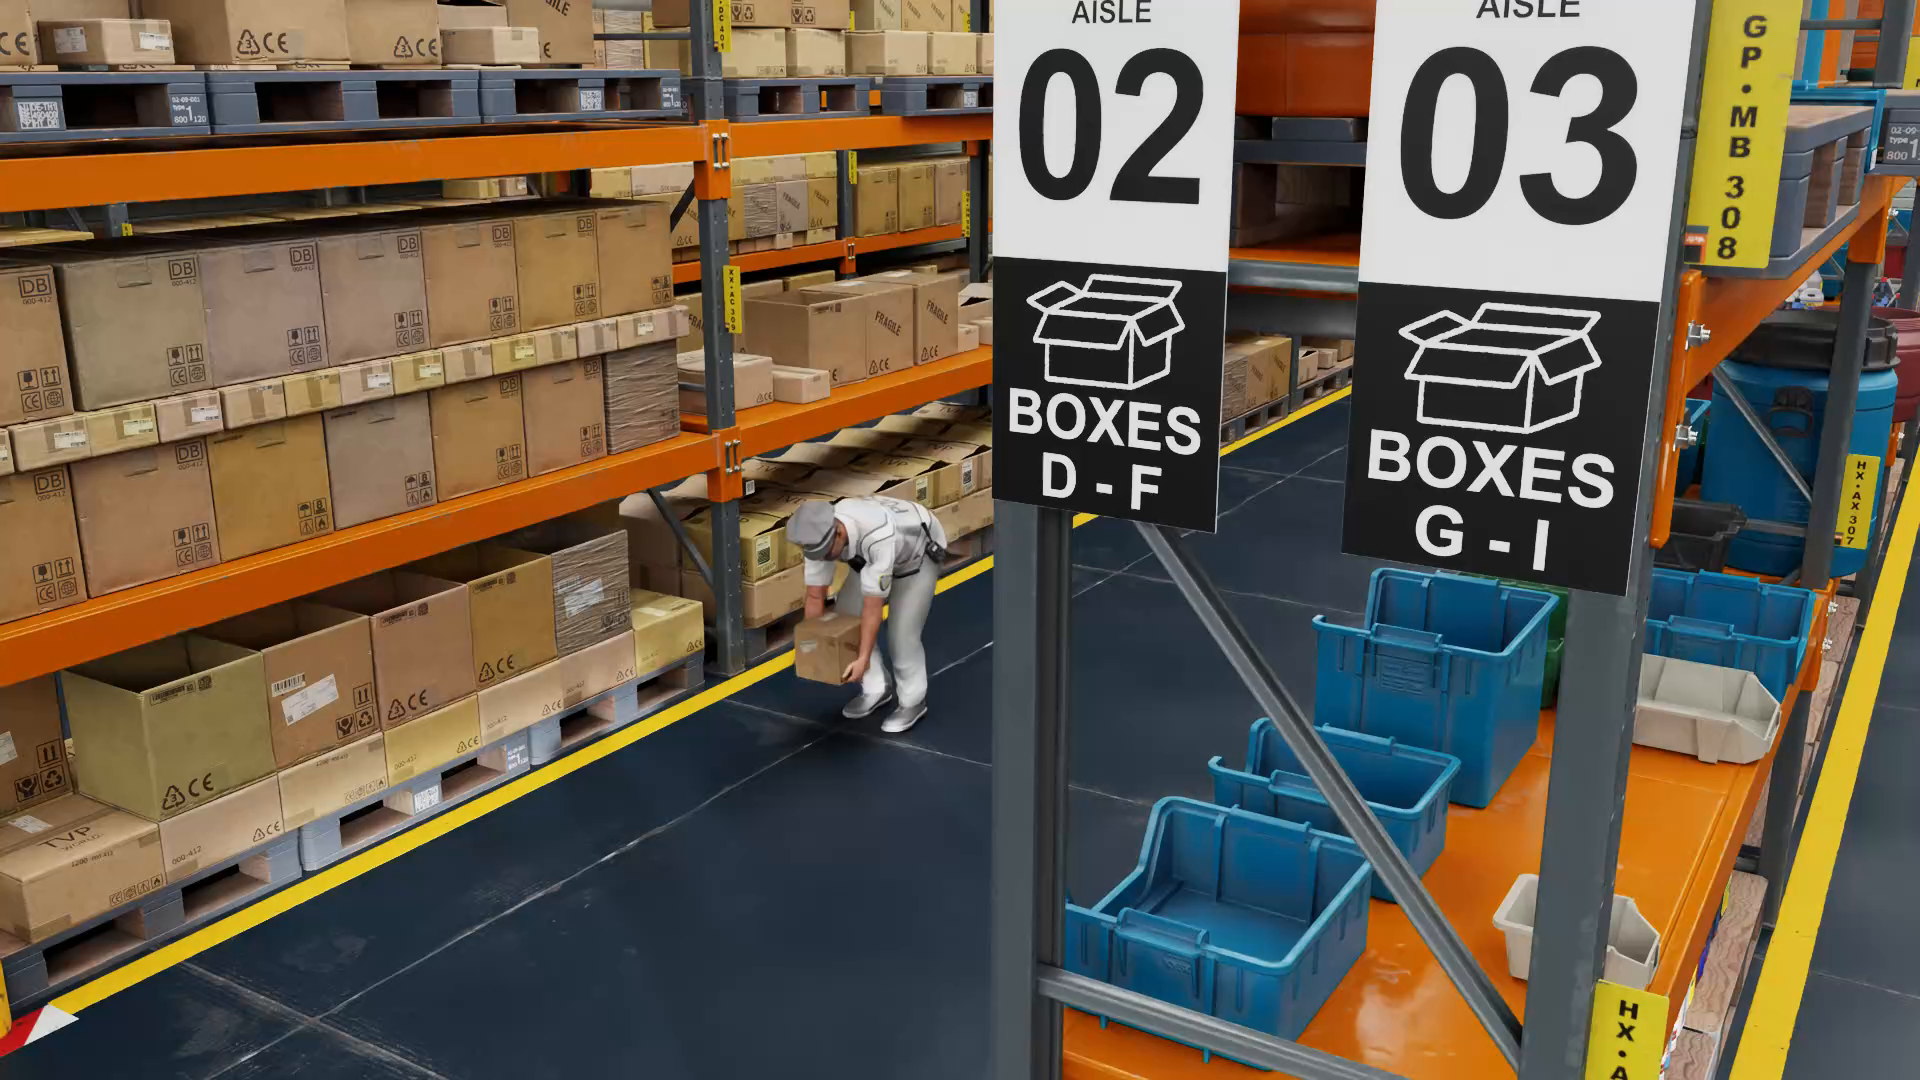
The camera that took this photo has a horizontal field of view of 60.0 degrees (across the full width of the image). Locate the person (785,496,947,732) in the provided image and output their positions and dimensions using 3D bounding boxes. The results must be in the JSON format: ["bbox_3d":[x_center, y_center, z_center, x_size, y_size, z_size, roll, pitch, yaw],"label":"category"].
[{"bbox_3d":[-0.464,0.331,7.847,0.511,1.215,0.994,10,19,31],"label":"person"}]
